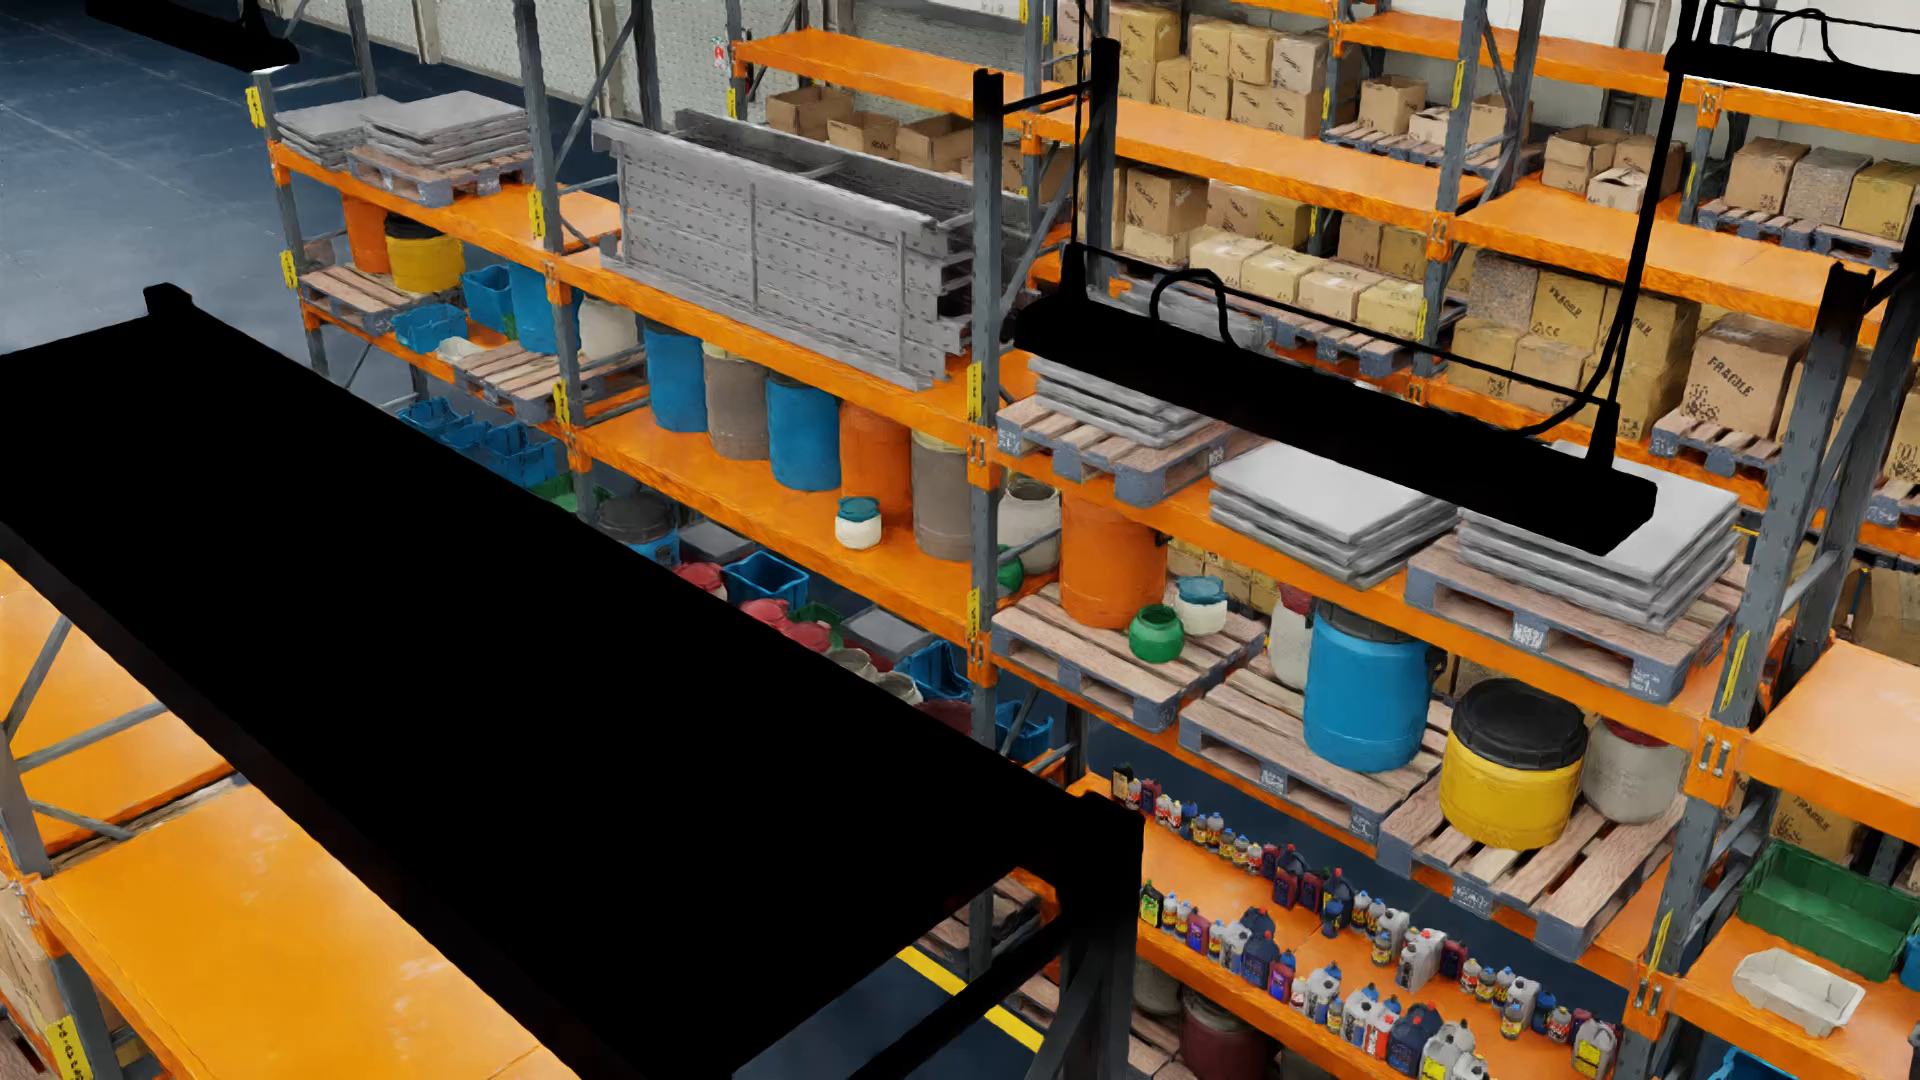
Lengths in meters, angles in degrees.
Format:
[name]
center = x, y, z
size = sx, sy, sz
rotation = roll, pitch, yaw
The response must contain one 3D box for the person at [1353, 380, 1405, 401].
[person]
center = 4.482, -1.718, 17.642
size = 0.885, 1.451, 0.688
rotation = 14, 32, 23
